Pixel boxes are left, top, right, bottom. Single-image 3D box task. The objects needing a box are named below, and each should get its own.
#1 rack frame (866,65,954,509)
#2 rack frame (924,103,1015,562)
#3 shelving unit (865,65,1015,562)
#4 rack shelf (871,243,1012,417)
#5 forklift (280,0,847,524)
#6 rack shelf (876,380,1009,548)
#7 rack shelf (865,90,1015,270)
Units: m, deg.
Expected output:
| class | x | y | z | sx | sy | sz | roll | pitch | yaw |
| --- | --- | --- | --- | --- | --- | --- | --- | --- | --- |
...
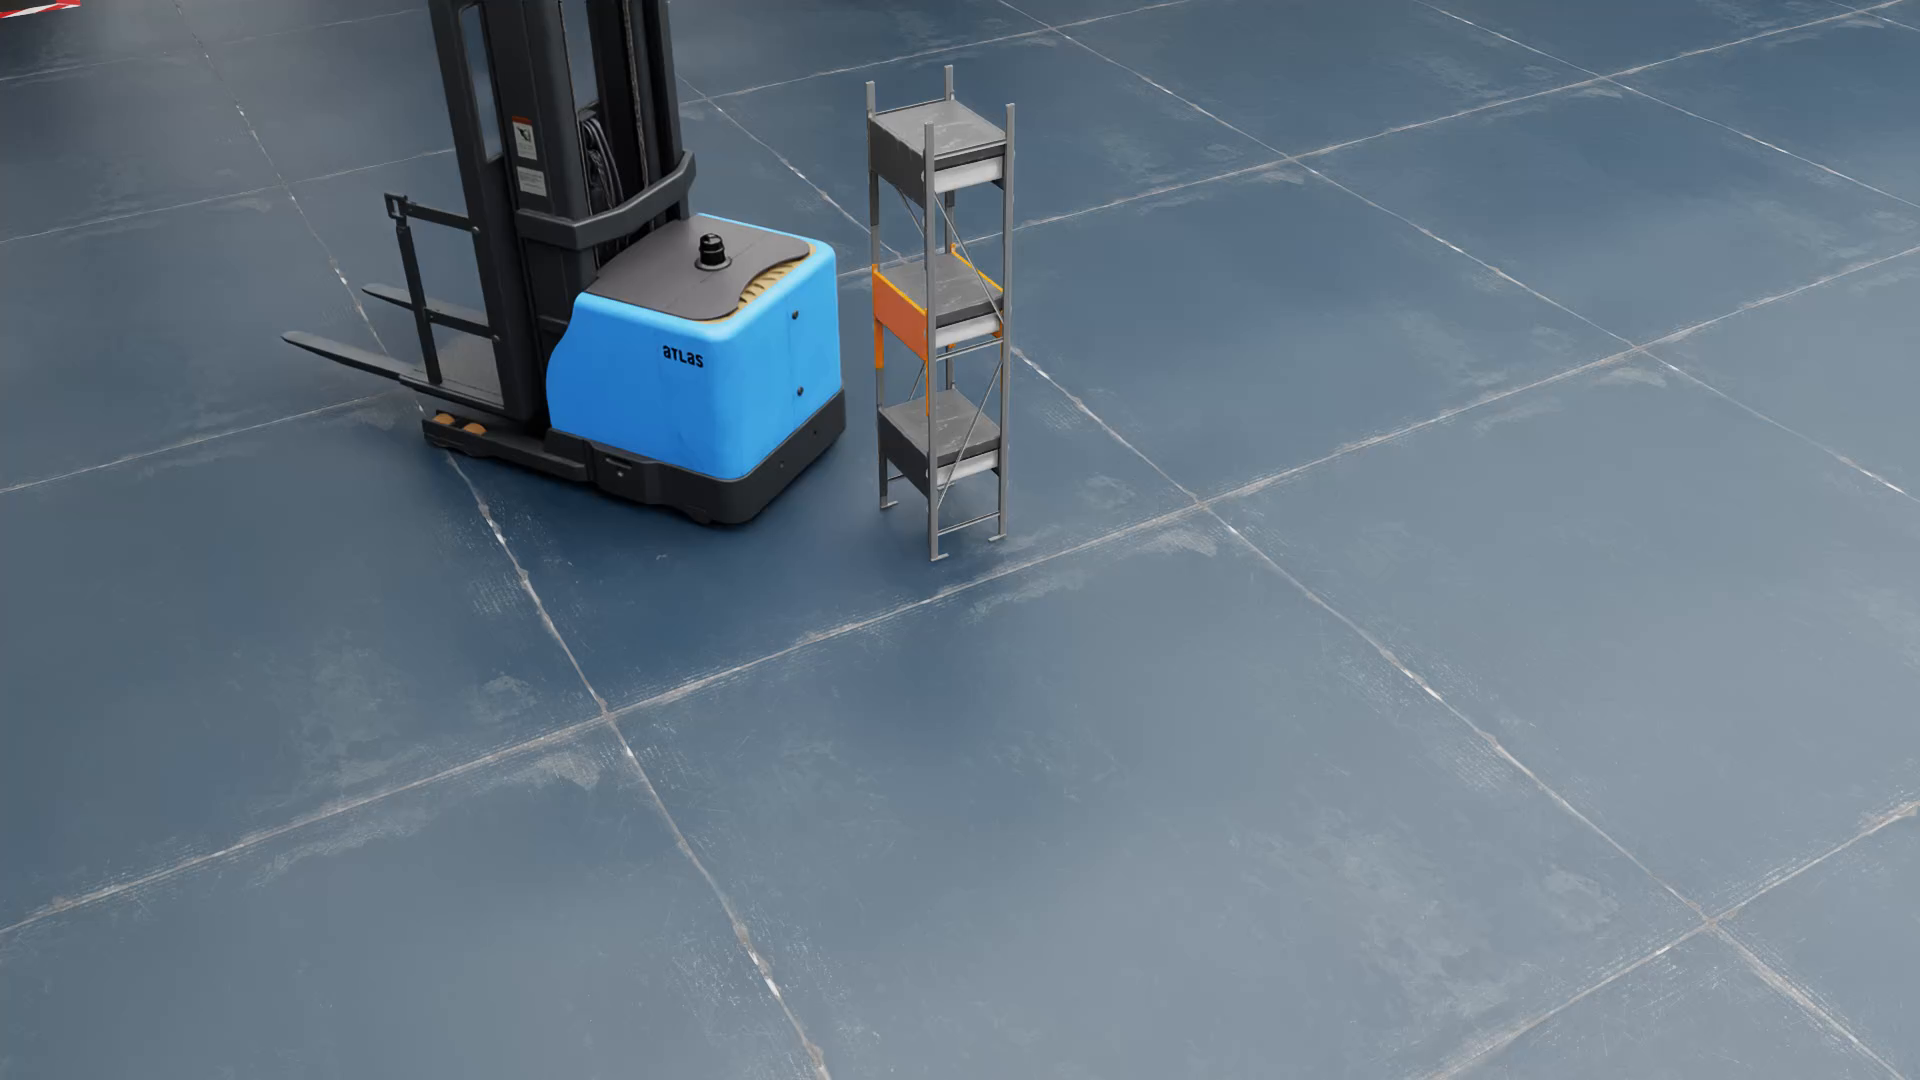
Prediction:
| class | x | y | z | sx | sy | sz | roll | pitch | yaw |
| --- | --- | --- | --- | --- | --- | --- | --- | --- | --- |
| rack frame | -0.206 | -1.057 | 7.417 | 0.400 | 2.100 | 0.015 | -19 | 40 | -24 |
| rack frame | 0.039 | -0.808 | 7.076 | 0.400 | 2.100 | 0.015 | -19 | 40 | -24 |
| shelving unit | -0.083 | -0.932 | 7.246 | 0.431 | 2.100 | 0.503 | -19 | 40 | -24 |
| rack shelf | -0.083 | -0.921 | 7.254 | 0.431 | 0.518 | 0.480 | -19 | 40 | -24 |
| forklift | -2.125 | -1.860 | 7.811 | 3.031 | 2.935 | 1.130 | 17 | 39 | 22 |
| rack shelf | -0.083 | -0.356 | 7.667 | 0.431 | 0.518 | 0.480 | -19 | 40 | -24 |
| rack shelf | -0.083 | -1.487 | 6.841 | 0.431 | 0.518 | 0.480 | -19 | 40 | -24 |
